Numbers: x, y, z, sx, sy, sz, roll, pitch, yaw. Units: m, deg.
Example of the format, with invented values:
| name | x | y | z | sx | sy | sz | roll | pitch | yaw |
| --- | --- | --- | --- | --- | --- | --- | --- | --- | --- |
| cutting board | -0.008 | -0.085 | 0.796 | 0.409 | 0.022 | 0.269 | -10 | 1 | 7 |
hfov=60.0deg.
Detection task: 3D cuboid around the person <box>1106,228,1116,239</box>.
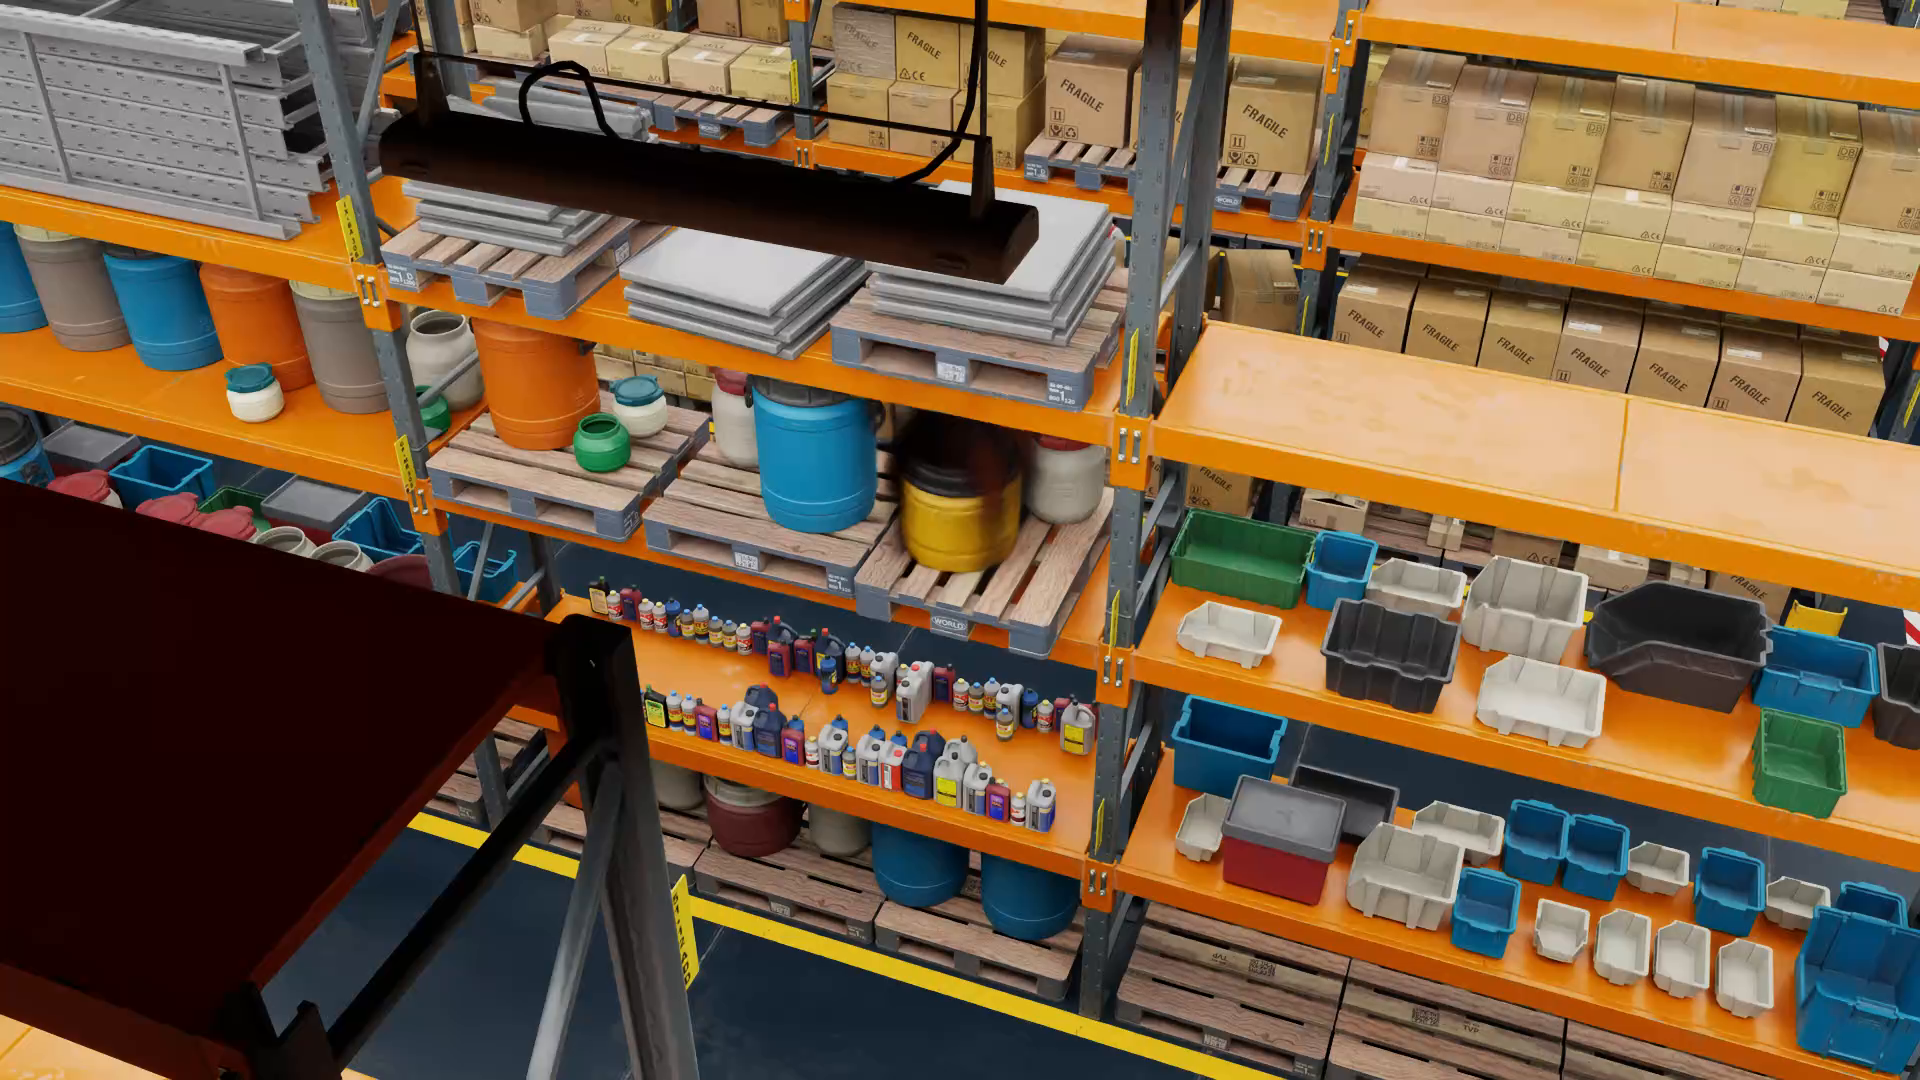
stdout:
| name | x | y | z | sx | sy | sz | roll | pitch | yaw |
| --- | --- | --- | --- | --- | --- | --- | --- | --- | --- |
| person | 1.162 | -2.259 | 14.968 | 0.397 | 1.780 | 0.697 | -22 | 42 | -27 |
